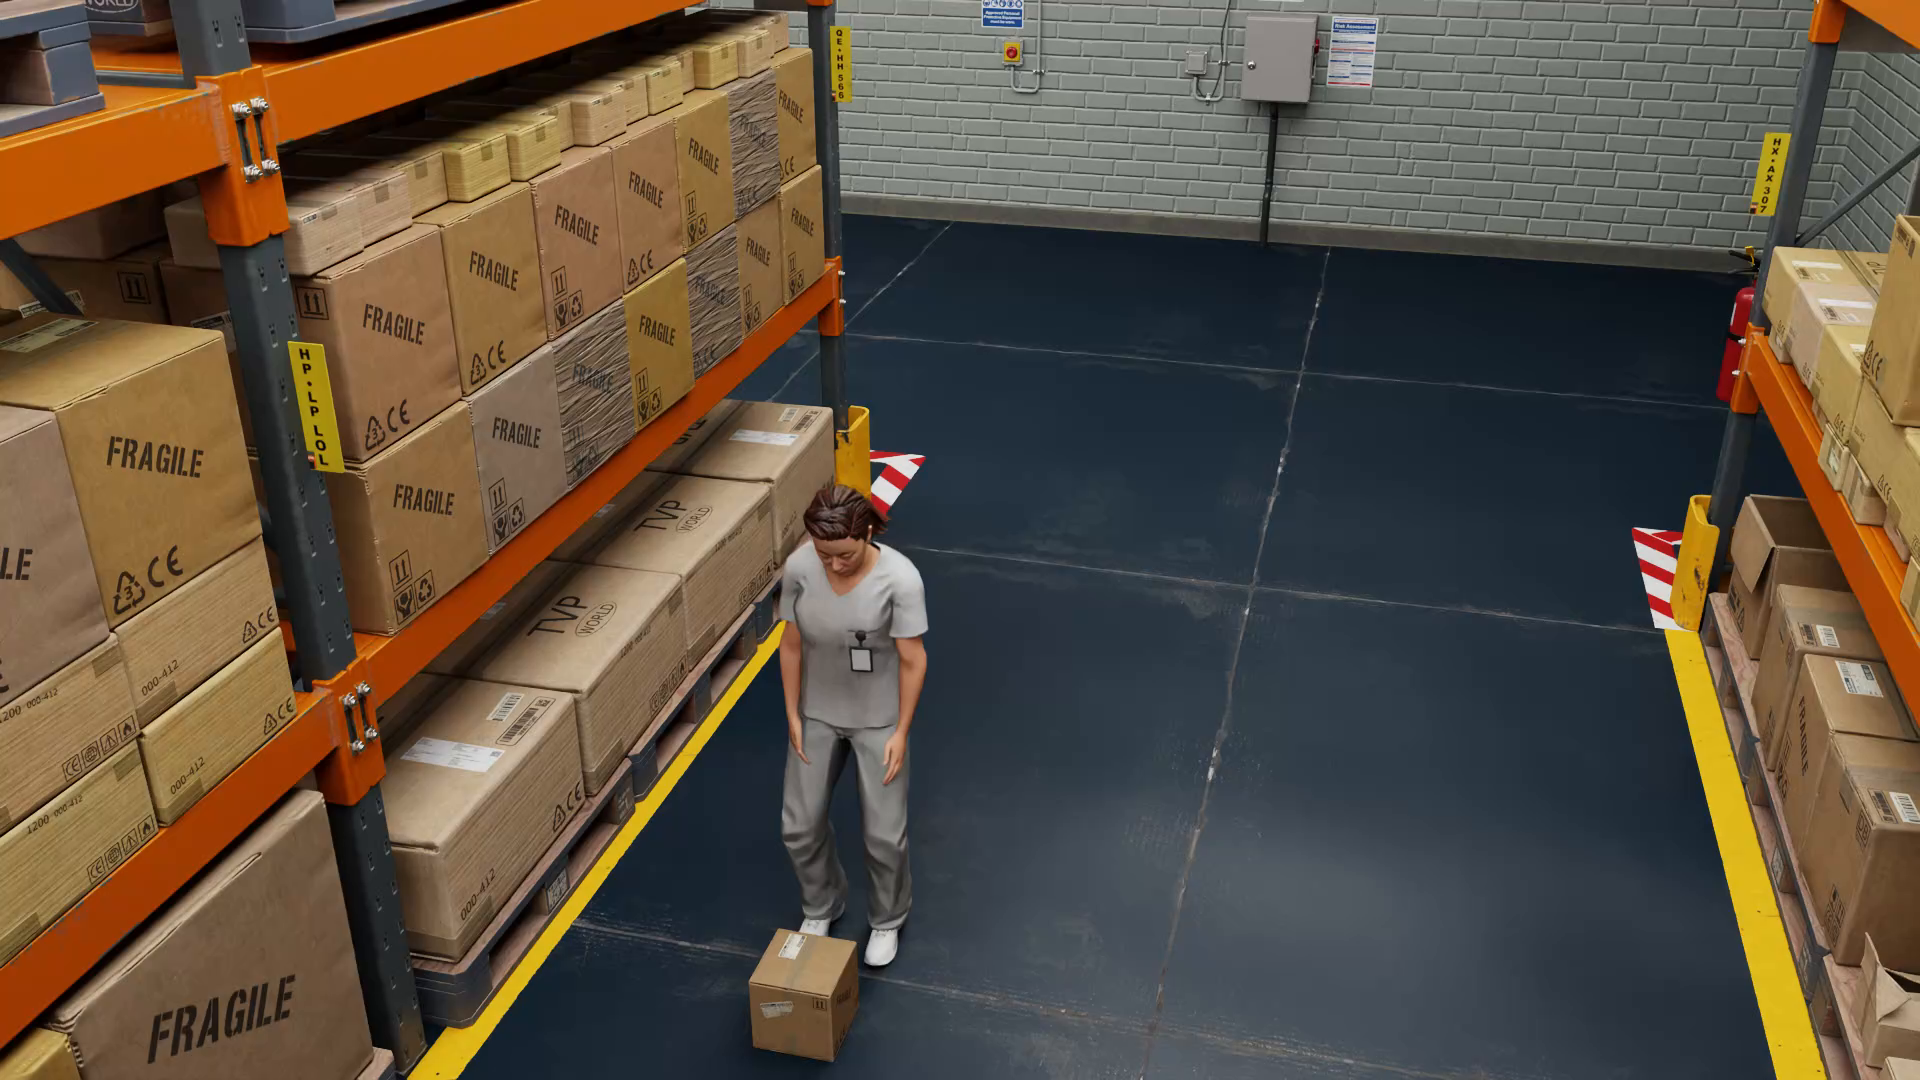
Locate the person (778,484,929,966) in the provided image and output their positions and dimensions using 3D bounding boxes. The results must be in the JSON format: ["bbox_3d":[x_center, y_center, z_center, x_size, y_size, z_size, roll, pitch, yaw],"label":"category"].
[{"bbox_3d":[-0.319,0.550,5.022,0.461,1.629,0.387,7,26,14],"label":"person"}]
